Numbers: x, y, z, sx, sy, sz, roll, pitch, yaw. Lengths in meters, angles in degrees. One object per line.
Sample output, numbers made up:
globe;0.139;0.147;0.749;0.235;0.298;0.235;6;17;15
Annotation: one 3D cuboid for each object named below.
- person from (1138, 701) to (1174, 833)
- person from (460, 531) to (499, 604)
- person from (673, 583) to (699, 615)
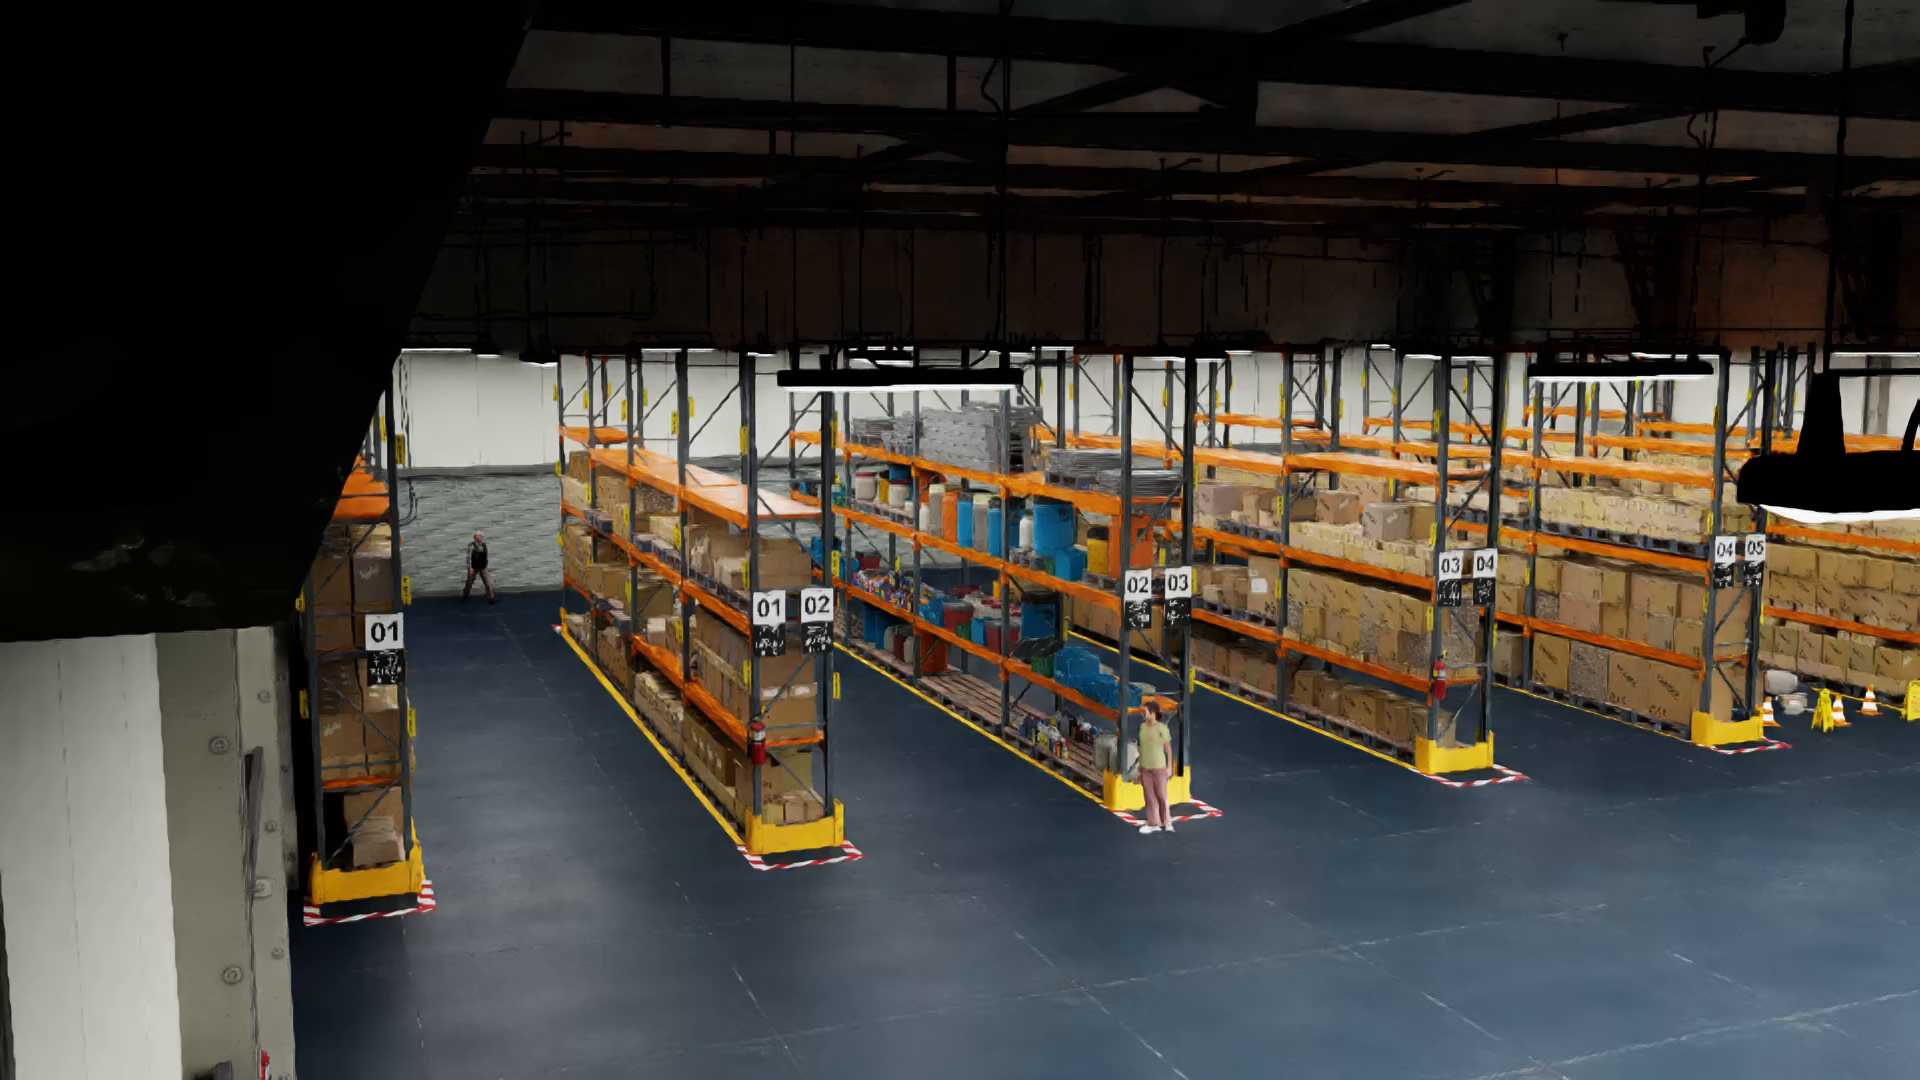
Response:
person;2.472;2.854;20.982;0.521;1.672;0.421;5;9;35
person;-11.110;0.636;38.274;0.932;1.695;0.583;7;10;42
person;-5.500;1.327;33.134;0.639;1.632;0.512;-3;8;-23
